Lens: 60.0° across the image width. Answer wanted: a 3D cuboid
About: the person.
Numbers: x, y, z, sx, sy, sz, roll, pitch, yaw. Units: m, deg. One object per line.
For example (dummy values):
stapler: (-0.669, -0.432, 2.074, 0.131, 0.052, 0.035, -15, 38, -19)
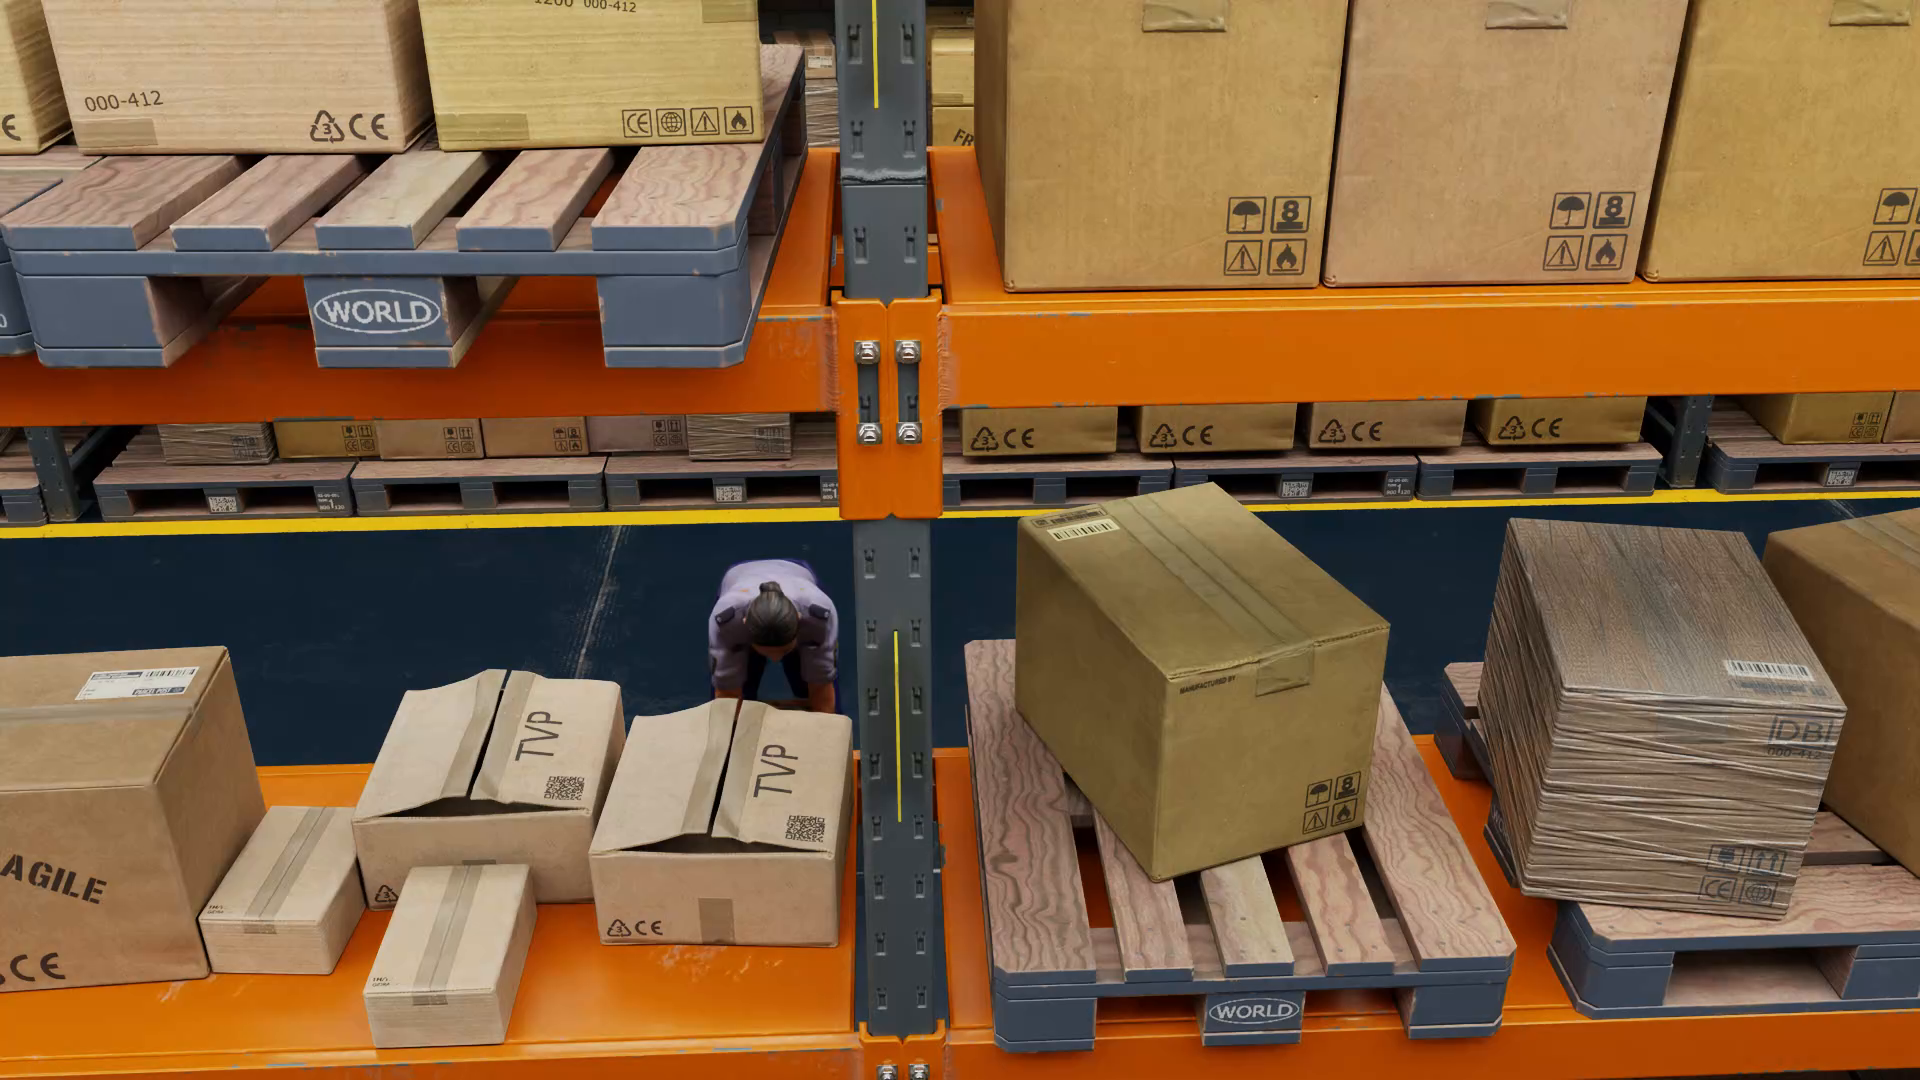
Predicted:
person: (-0.626, 0.555, 5.571, 0.456, 1.196, 0.806, -3, 28, -5)
